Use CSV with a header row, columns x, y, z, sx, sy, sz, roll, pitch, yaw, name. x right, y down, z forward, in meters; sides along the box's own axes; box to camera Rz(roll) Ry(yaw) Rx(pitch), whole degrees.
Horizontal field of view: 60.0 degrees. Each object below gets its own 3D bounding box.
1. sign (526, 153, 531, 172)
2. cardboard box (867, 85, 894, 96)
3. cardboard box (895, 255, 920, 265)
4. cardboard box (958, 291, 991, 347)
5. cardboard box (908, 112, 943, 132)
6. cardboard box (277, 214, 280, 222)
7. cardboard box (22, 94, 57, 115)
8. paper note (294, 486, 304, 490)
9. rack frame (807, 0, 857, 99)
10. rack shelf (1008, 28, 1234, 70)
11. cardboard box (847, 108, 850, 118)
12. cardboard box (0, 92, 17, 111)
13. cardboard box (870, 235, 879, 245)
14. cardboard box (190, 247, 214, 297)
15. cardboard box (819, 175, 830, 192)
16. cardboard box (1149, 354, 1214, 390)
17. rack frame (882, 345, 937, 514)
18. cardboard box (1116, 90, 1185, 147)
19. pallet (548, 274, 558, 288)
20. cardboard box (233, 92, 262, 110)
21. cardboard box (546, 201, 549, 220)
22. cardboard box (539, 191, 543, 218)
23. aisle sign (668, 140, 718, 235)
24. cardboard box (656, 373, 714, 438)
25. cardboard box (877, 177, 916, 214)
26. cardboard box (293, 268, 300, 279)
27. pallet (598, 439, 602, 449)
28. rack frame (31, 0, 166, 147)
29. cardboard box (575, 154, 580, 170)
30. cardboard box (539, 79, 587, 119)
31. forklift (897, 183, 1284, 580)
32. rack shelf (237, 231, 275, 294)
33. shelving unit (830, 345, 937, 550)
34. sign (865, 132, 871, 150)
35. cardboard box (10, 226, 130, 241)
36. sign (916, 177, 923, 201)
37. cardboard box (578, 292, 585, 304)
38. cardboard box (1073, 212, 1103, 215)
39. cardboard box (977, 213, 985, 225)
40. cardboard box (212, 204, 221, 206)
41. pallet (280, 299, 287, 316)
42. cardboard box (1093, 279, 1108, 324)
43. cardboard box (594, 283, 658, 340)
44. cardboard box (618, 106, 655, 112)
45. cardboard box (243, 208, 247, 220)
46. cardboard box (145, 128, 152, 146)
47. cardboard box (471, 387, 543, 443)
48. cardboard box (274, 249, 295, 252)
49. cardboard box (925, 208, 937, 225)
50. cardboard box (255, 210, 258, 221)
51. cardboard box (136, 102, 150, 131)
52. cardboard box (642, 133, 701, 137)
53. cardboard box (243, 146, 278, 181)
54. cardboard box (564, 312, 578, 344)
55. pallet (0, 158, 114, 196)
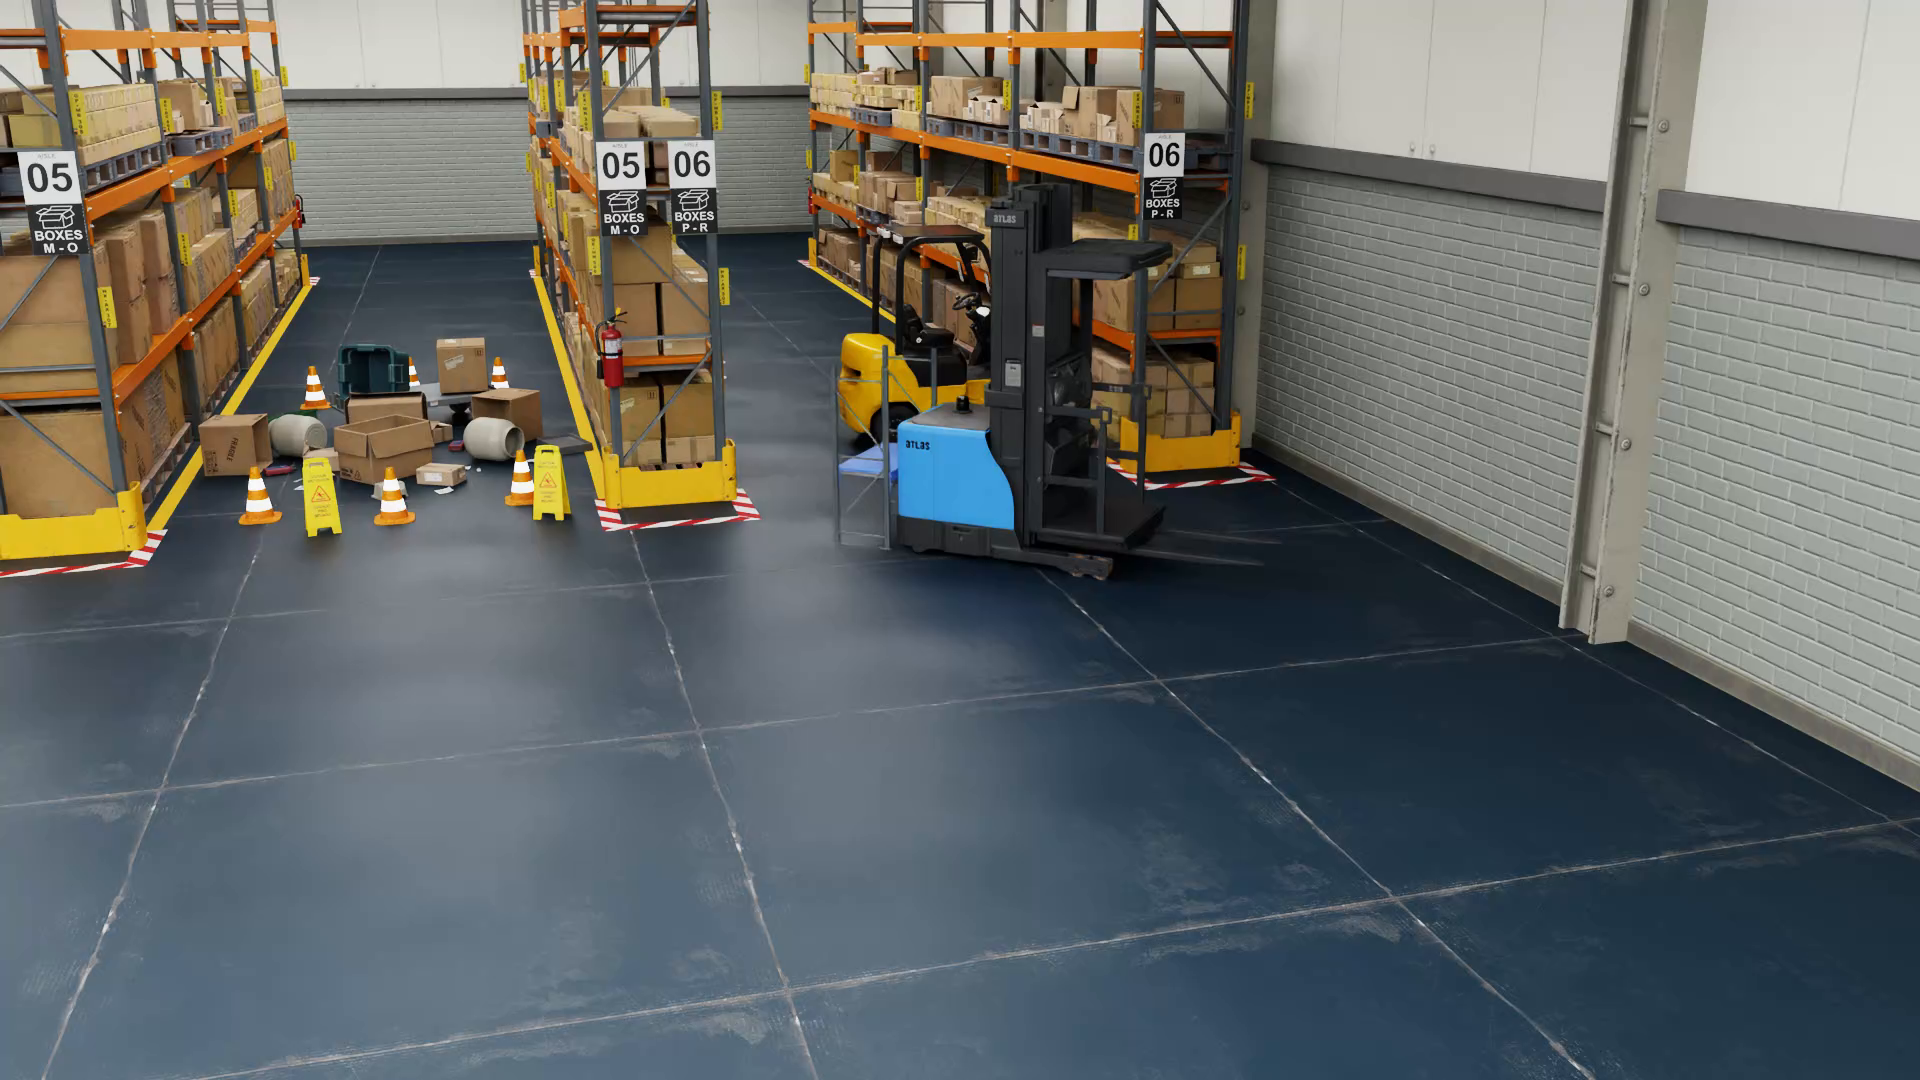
x,y,z,sx,sy,sz,roll,pitch,yaw,name
-7.545,-6.618,29.126,0.100,0.325,0.005,-5,17,-15,sign
-1.212,-6.874,25.424,0.380,0.149,0.250,-5,17,-16,cardboard box
-0.775,-4.260,25.408,0.380,0.149,0.250,-5,17,-15,cardboard box
0.491,-2.912,21.829,0.875,0.625,0.625,-5,18,-18,cardboard box
-0.414,-5.875,23.345,0.500,0.250,0.500,-5,18,-17,cardboard box
-10.814,-5.026,25.906,0.380,0.149,0.250,-4,17,-13,cardboard box
-7.130,-3.427,13.079,0.380,0.149,0.250,-5,17,-15,cardboard box
-6.132,-0.496,15.553,0.144,0.017,0.142,1,17,4,paper note
-2.239,-9.474,29.849,1.000,3.000,0.127,-5,17,-15,rack frame
1.609,-5.065,17.119,1.077,0.370,4.000,-5,17,-15,rack shelf
-1.652,-7.030,27.363,0.380,0.149,0.250,-4,17,-13,cardboard box
-7.974,-3.587,13.614,0.380,0.149,0.250,-4,17,-14,cardboard box
-1.238,-4.836,26.808,0.380,0.149,0.250,-5,17,-16,cardboard box
-8.604,-2.961,18.423,0.500,0.500,0.500,-5,17,-16,cardboard box
-2.234,-6.385,29.738,0.500,0.250,0.500,-5,17,-15,cardboard box
2.208,-1.686,16.663,0.500,0.250,0.500,-5,17,-16,cardboard box
-0.433,-0.935,14.458,0.500,1.500,0.032,7,18,21,rack frame
1.803,-4.012,15.802,0.500,0.500,0.500,-4,17,-13,cardboard box
-6.383,-4.320,27.967,1.003,0.211,1.213,-5,17,-15,pallet
-10.544,-6.438,24.348,0.500,0.250,0.500,-4,17,-13,cardboard box
-5.637,-4.701,23.780,0.500,0.250,0.500,-5,17,-17,cardboard box
-6.431,-5.399,26.537,0.500,0.500,0.500,-5,17,-17,cardboard box
-2.298,-3.034,14.320,0.394,0.787,0.004,-5,17,-15,aisle sign
-2.576,-1.277,15.734,0.500,0.500,0.500,-5,18,-17,cardboard box
-0.863,-5.232,25.250,0.700,0.500,0.500,-5,17,-16,cardboard box
-11.228,-4.432,27.717,0.380,0.149,0.250,-4,17,-14,cardboard box
-3.155,-1.031,17.019,1.003,0.211,1.213,-5,17,-15,pallet
-8.444,-5.342,16.094,1.000,3.000,0.127,-5,17,-15,rack frame
-3.592,-3.735,16.395,0.380,0.149,0.250,-5,17,-16,cardboard box
-5.266,-5.939,22.391,0.700,0.500,0.500,-6,18,-18,cardboard box
1.045,-1.267,13.076,3.031,2.935,1.130,7,18,23,forklift
-10.093,-3.784,22.585,1.077,0.370,4.000,-5,17,-15,rack shelf
-0.620,-0.799,14.005,0.538,1.500,1.048,7,18,21,shelving unit
-1.699,-7.345,30.628,0.100,0.325,0.005,-5,17,-15,sign
-7.943,-2.504,14.936,0.875,0.550,0.500,-5,17,-15,cardboard box
-0.559,-4.859,23.039,0.100,0.325,0.005,-5,17,-15,sign
-3.934,-2.655,18.014,0.380,0.149,0.250,-5,17,-16,cardboard box
1.438,-3.718,19.297,0.380,0.149,0.250,-5,17,-15,cardboard box
0.435,-3.998,20.748,0.380,0.149,0.250,-5,17,-17,cardboard box
-9.696,-4.300,21.725,0.380,0.149,0.250,-5,18,-18,cardboard box
-10.861,-3.529,25.334,1.003,0.211,1.213,-5,17,-15,pallet
1.637,-2.483,16.829,0.500,0.500,0.500,-4,17,-14,cardboard box
-3.027,-2.100,15.039,0.500,0.500,0.500,-5,17,-16,cardboard box
-3.415,-4.516,17.608,0.380,0.149,0.250,-4,17,-14,cardboard box
-9.977,-4.446,22.729,0.380,0.149,0.250,-5,17,-15,cardboard box
-7.894,-3.817,15.765,0.380,0.149,0.250,-4,17,-14,cardboard box
-4.726,-1.288,17.367,0.500,0.500,0.500,7,18,23,cardboard box
-11.353,-4.782,27.850,0.380,0.149,0.250,-4,17,-15,cardboard box
-0.177,-4.411,22.816,0.500,0.250,0.500,-5,17,-15,cardboard box
-10.343,-4.668,23.986,0.380,0.149,0.250,-5,17,-17,cardboard box
-7.923,-3.969,15.578,0.500,0.250,0.500,-5,17,-15,cardboard box
-2.624,-3.589,15.216,0.500,0.250,0.500,-5,17,-16,cardboard box
-10.798,-5.779,25.547,0.500,0.500,0.500,-4,17,-14,cardboard box
-4.666,-2.780,21.831,0.950,0.372,0.625,-6,18,-19,cardboard box
-7.559,-2.961,13.535,1.003,0.211,1.213,-5,17,-15,pallet
